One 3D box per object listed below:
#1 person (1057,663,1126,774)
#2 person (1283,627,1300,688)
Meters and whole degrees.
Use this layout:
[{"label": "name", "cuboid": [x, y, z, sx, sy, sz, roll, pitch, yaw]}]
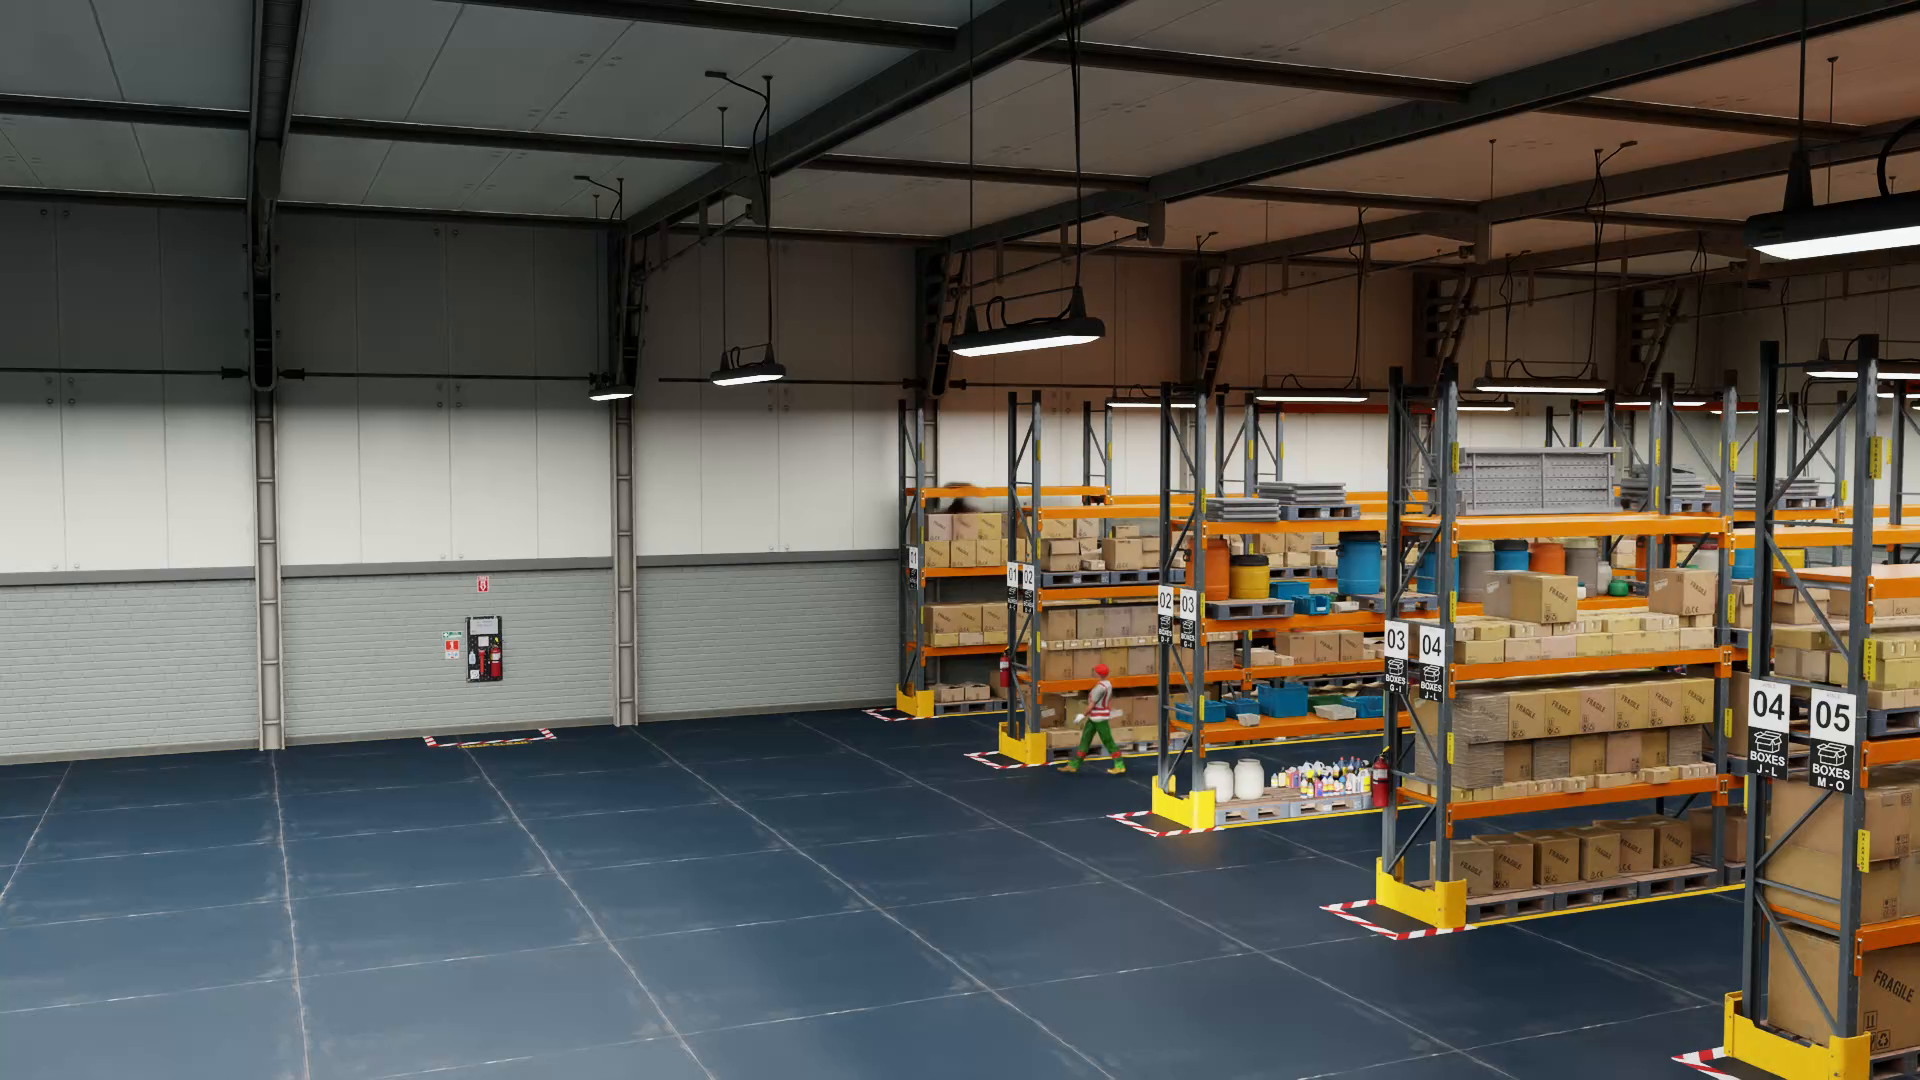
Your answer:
[{"label": "person", "cuboid": [2.054, 2.758, 25.685, 1.052, 1.719, 0.498, -1, 3, -9]}, {"label": "person", "cuboid": [6.518, 2.401, 32.844, 1.025, 1.671, 0.610, -2, 4, -30]}]
